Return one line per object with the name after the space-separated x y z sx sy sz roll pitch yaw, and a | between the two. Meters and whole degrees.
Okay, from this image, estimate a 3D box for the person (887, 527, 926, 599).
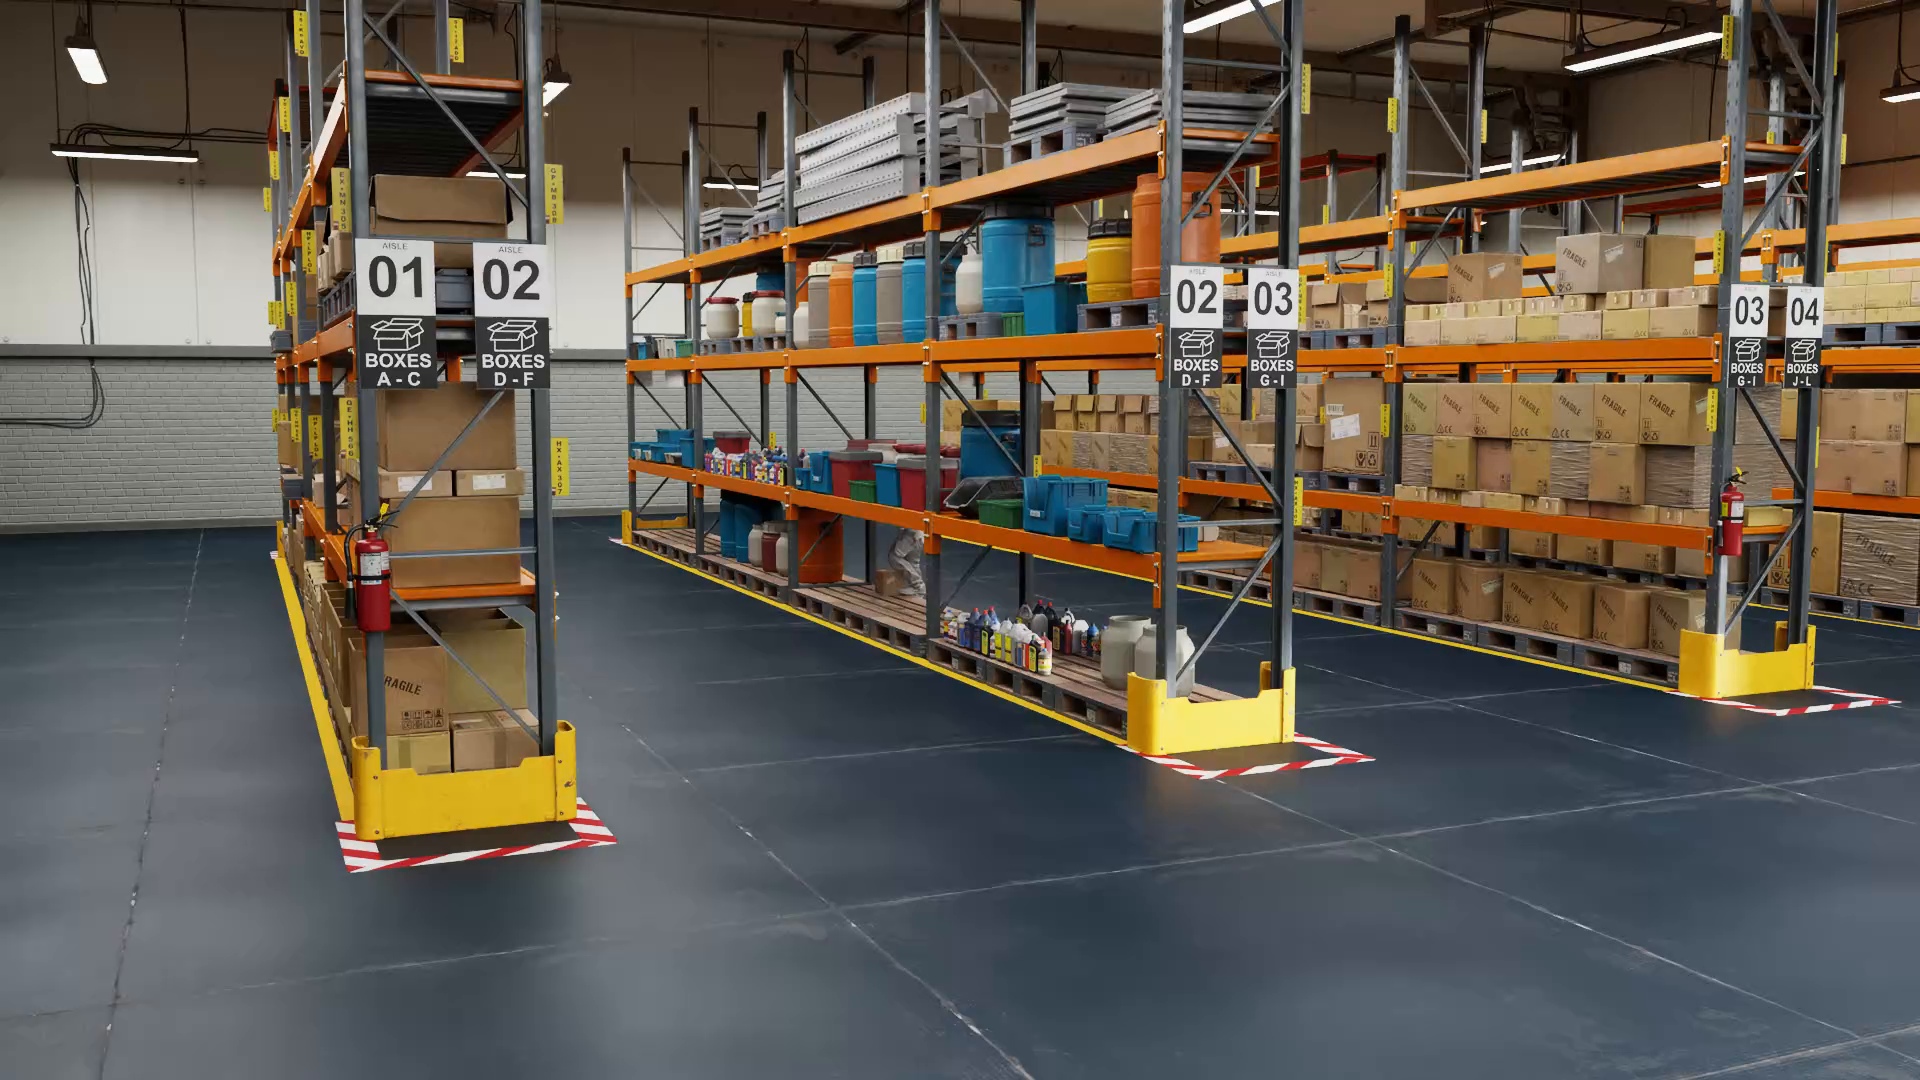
-0.545 -0.088 17.720 0.541 1.750 0.628 -1 5 -10 | person
